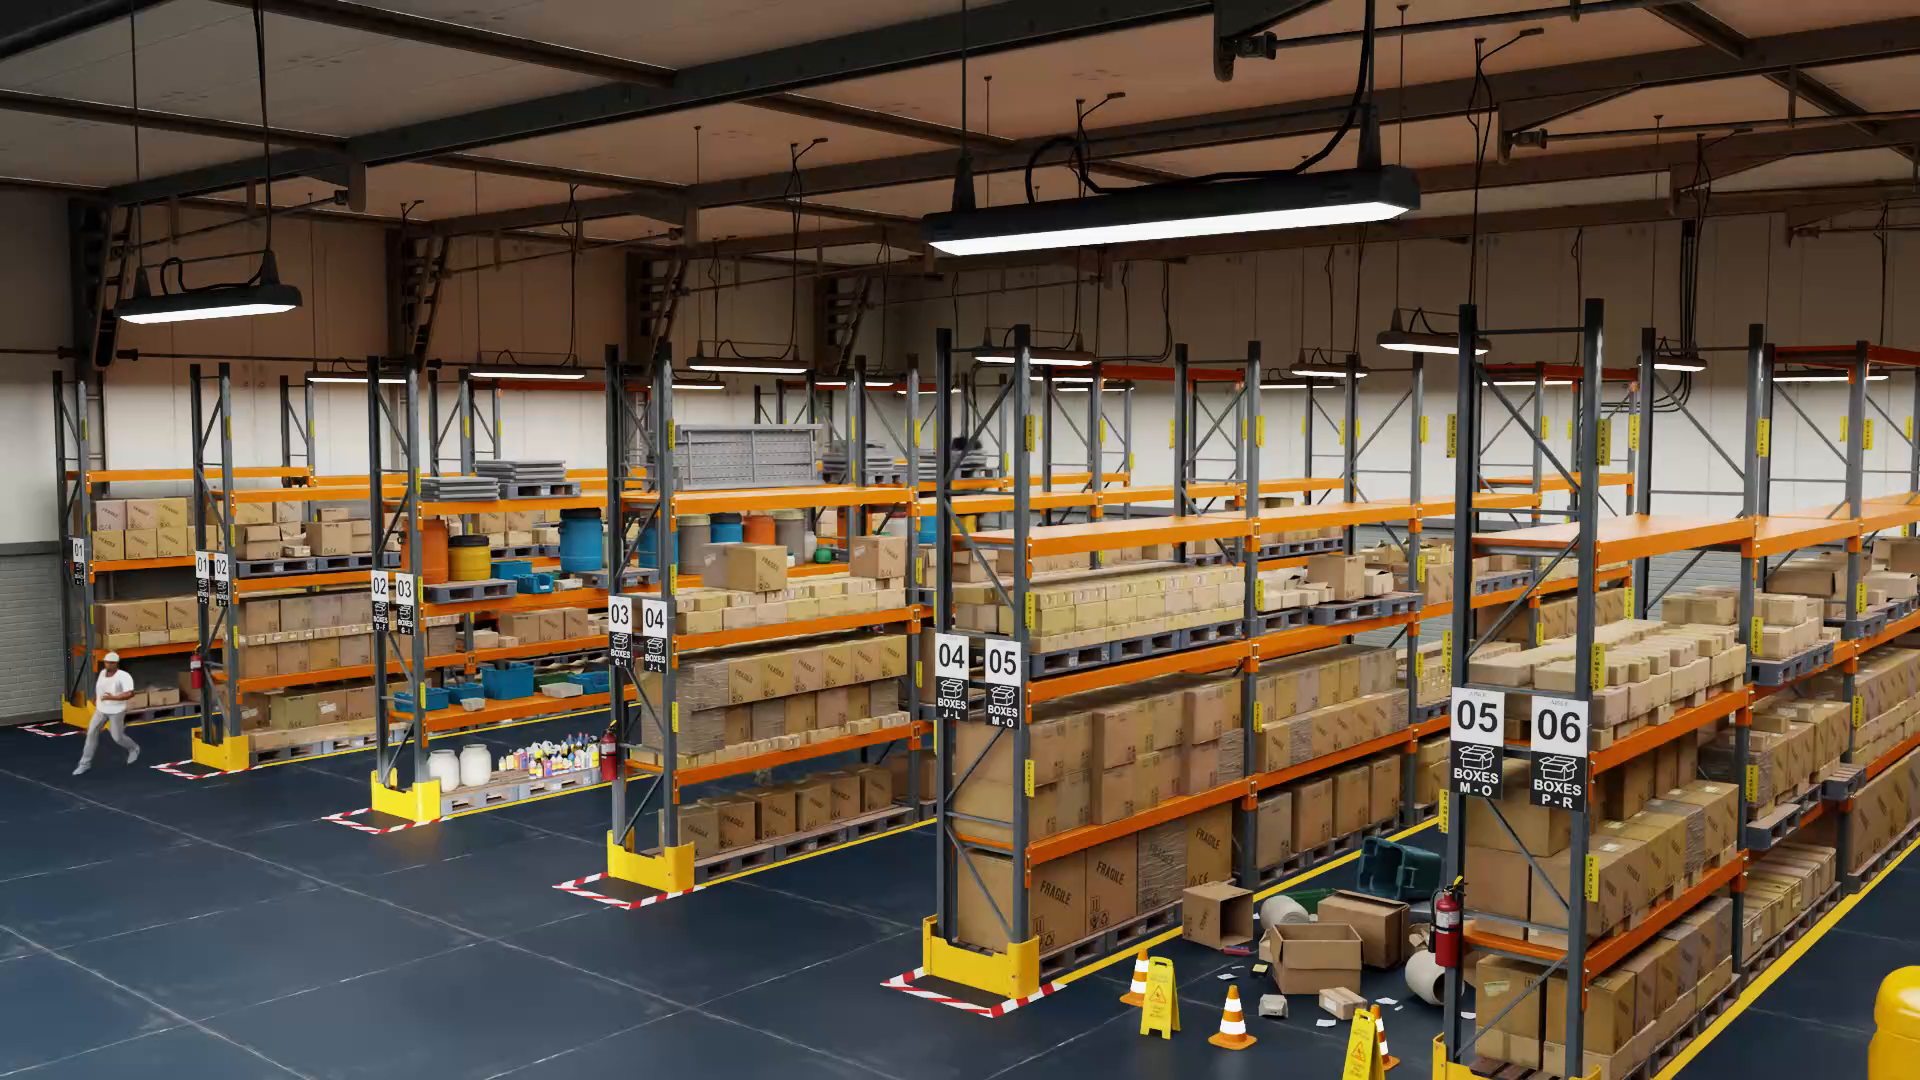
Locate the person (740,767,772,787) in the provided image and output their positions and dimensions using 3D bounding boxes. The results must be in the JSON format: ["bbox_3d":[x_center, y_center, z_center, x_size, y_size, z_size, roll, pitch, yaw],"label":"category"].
[{"bbox_3d":[-2.659,2.705,22.085,0.689,1.730,0.571,3,5,36],"label":"person"}]

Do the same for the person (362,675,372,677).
[{"bbox_3d":[-10.156,2.284,28.863,0.607,1.644,0.662,2,5,31],"label":"person"}]

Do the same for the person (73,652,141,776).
[{"bbox_3d":[-12.491,2.521,24.478,0.715,1.750,0.990,1,4,13],"label":"person"}]
